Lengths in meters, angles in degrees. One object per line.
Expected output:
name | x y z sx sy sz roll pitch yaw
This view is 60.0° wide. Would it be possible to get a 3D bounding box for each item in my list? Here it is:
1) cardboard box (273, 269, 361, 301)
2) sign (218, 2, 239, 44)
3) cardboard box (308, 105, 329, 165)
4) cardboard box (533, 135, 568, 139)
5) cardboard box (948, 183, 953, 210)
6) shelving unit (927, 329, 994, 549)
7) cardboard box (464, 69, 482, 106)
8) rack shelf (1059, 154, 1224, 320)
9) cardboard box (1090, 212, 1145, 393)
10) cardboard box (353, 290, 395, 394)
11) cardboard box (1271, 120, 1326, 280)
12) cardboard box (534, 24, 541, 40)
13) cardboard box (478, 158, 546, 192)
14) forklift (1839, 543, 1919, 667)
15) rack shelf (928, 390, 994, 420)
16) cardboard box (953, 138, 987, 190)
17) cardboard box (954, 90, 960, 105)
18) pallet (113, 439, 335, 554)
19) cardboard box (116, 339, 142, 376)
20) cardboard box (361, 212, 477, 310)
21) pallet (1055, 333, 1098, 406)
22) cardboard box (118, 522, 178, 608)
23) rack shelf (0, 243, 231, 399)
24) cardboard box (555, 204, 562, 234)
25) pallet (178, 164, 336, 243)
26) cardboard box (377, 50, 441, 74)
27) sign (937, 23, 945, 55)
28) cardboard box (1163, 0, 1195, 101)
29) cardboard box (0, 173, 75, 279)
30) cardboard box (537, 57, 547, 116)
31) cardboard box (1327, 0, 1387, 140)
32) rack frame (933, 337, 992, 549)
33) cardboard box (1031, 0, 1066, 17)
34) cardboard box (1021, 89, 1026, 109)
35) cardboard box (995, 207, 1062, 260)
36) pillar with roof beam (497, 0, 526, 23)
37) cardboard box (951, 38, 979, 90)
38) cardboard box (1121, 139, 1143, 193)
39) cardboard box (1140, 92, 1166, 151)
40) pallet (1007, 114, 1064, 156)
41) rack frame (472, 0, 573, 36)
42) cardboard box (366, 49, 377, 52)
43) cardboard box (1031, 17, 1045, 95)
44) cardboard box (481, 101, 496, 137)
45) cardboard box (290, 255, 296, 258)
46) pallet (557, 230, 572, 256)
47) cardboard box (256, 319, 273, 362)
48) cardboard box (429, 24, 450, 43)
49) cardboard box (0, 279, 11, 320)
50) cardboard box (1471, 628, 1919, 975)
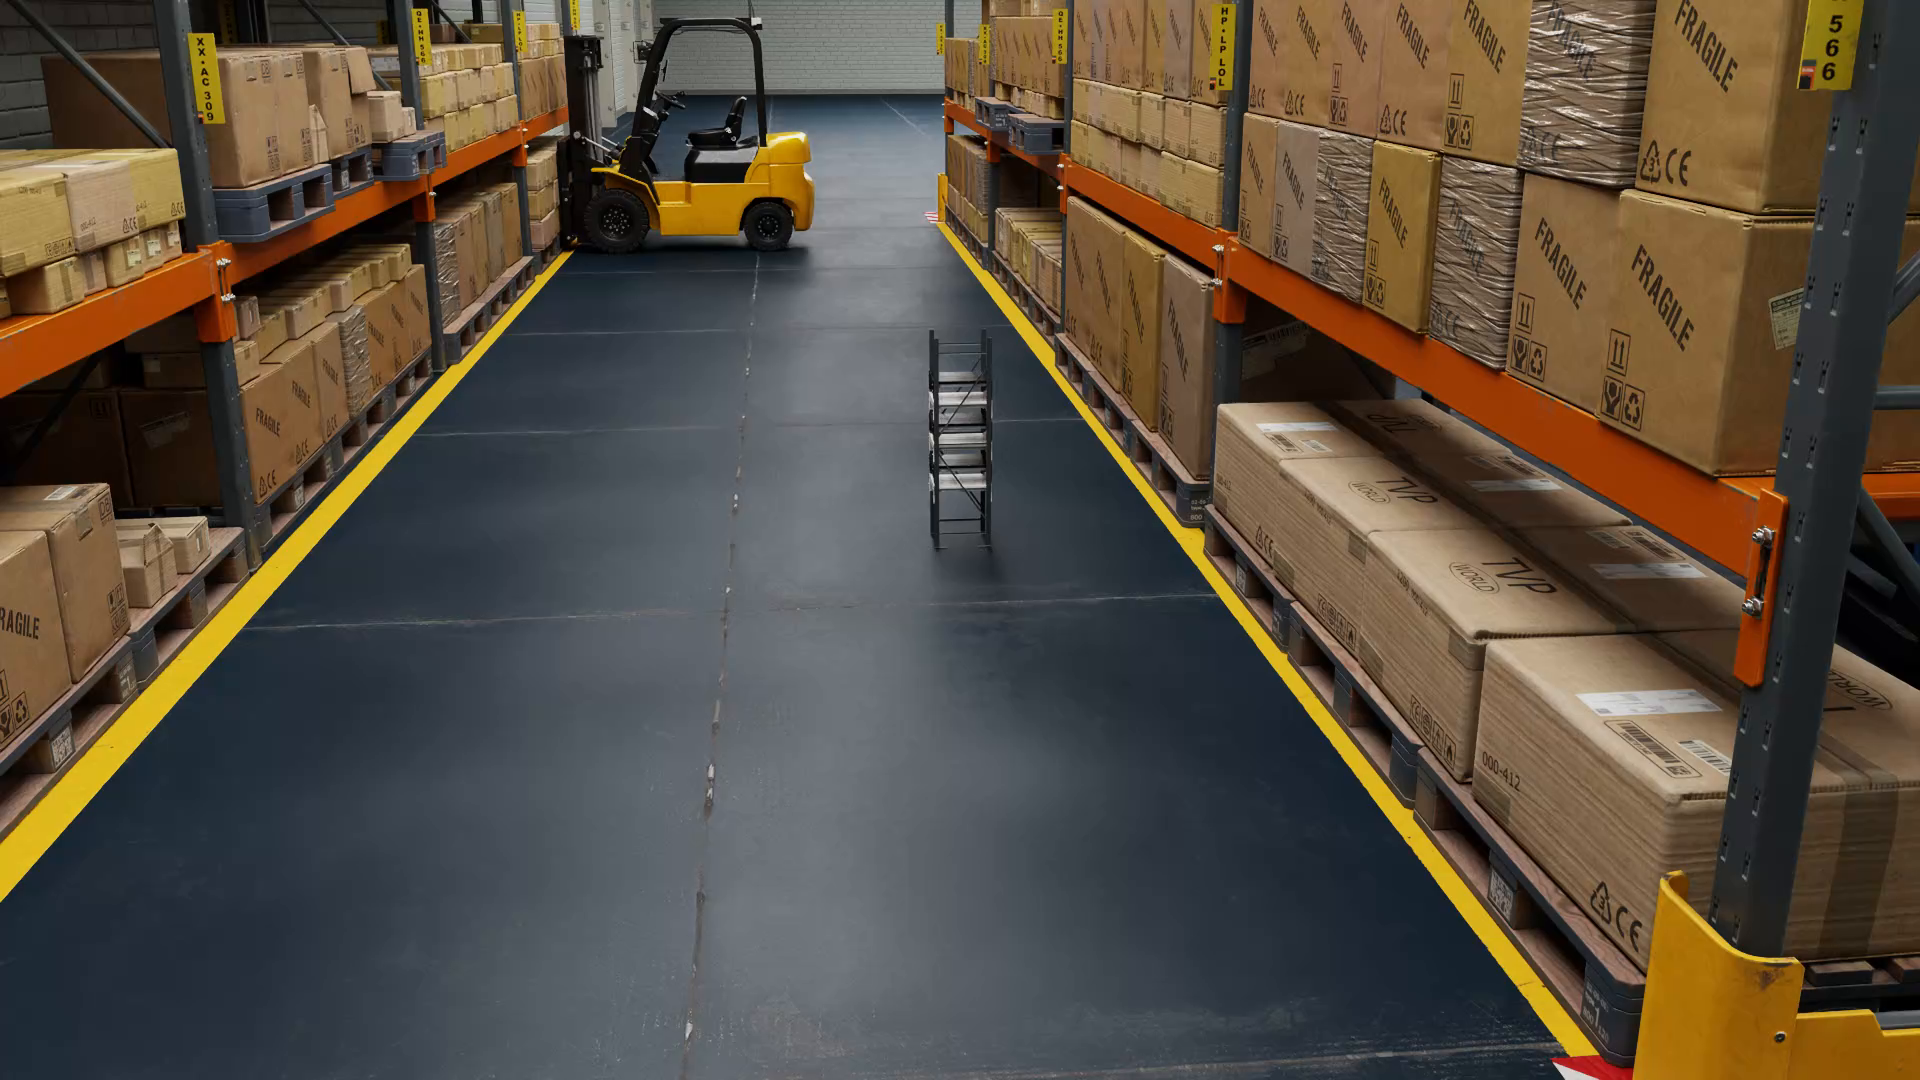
cardboard box | -3.419 -1.348 8.851 0.380 0.149 0.250 -2 18 -6
sign | -4.324 -3.019 9.851 0.100 0.325 0.005 -2 18 -6
cardboard box | -3.122 -1.855 7.600 0.396 0.266 0.258 -1 17 -3
cardboard box | -4.240 -4.106 17.467 0.500 0.250 0.500 -1 17 -4
cardboard box | 0.147 -3.662 17.723 0.500 0.250 0.500 -2 18 -6
shelving unit | 0.001 -0.427 7.035 0.258 0.900 0.210 -2 18 -6
cardboard box | -3.740 -3.248 11.931 0.500 0.250 0.500 -2 17 -5
rack shelf | 1.370 -1.700 8.784 1.077 0.370 4.000 -2 18 -6
cardboard box | 1.241 -1.351 9.319 0.875 0.875 0.875 -2 17 -5
cardboard box | -3.417 -1.067 9.041 0.500 0.500 0.500 -1 17 -3
cardboard box | 1.412 -1.197 5.814 0.500 0.500 0.500 -2 18 -5
cardboard box | -4.187 -4.810 15.743 0.380 0.149 0.250 -2 17 -5
cardboard box | -3.923 -3.195 14.567 0.500 0.250 0.500 -2 18 -6
forklift | 3.784 -1.084 5.737 1.130 2.935 3.031 1 17 4
rack shelf | 0.001 -0.567 6.991 0.258 0.077 0.200 -2 18 -6
cardboard box | 0.208 -3.857 17.092 0.500 0.500 0.500 -2 18 -8
cardboard box | 0.135 -4.561 17.118 0.380 0.149 0.250 -2 17 -5
pallet | -3.482 -0.203 7.472 1.003 0.211 1.213 -2 18 -6
cardboard box | -3.717 -0.789 7.071 0.380 0.149 0.250 -2 18 -6
cardboard box | -3.899 -1.932 11.588 0.875 0.625 0.625 -1 17 -4
pallet | 1.170 -1.071 10.236 1.003 0.211 1.213 -2 18 -6
cardboard box | -2.974 0.075 5.794 0.396 0.266 0.258 -1 17 -4
rack shelf | -3.154 -0.353 4.496 1.077 0.370 4.000 -2 18 -6
cardboard box | -4.042 -3.022 15.685 0.500 0.250 0.500 -1 17 -5
pallet | -3.334 -1.442 7.084 1.003 0.211 1.213 -2 18 -6
cardboard box | -3.593 -3.101 10.796 0.380 0.149 0.250 -1 17 -4
sign | -0.201 -5.418 17.983 0.100 0.325 0.005 -2 18 -6
cardboard box | 1.220 -2.251 7.503 0.500 0.500 0.500 -1 17 -5
cardboard box | -2.960 -0.921 4.856 0.500 0.250 0.500 -2 18 -6
cardboard box | -4.095 -4.170 15.283 0.500 0.500 0.500 -2 18 -6
cardboard box | 1.472 -1.519 5.171 0.500 0.500 0.500 -1 17 -5
rack frame | 0.011 -0.397 6.938 0.240 0.900 0.006 -2 18 -6
cardboard box | 0.715 -3.817 11.880 0.380 0.149 0.250 -3 18 -8
cardboard box | 0.658 -3.269 12.300 0.380 0.149 0.250 -2 18 -7
cardboard box | 0.808 -2.621 14.204 0.950 0.372 0.625 -2 17 -5
pillar with roof beam | -1.759 -9.415 22.144 9.100 9.000 0.400 -2 18 -6
cardboard box | 0.169 -4.908 17.139 0.500 0.500 0.500 -1 17 -4
cardboard box | 1.138 -1.958 8.656 0.500 0.250 0.500 -2 18 -6
cardboard box | 1.171 -2.041 8.085 0.500 0.250 0.500 -1 17 -4
pallet | 0.985 -2.756 11.269 1.213 0.211 1.003 -2 18 -6
rack frame | -4.598 -4.868 17.674 1.000 3.000 0.127 -2 18 -6
cardboard box | -4.156 -3.237 11.230 0.380 0.149 0.250 -2 18 -6
cardboard box | 0.776 -3.309 11.346 0.500 0.500 0.500 -2 18 -7
cardboard box | -3.795 -3.164 12.498 0.500 0.250 0.500 -2 18 -5
cardboard box | -4.028 -1.557 9.516 0.380 0.149 0.250 -1 17 -4
pallet | -4.355 -2.948 16.215 1.003 0.211 1.213 -2 18 -6
cardboard box | -3.276 -0.881 7.365 0.380 0.149 0.250 -3 18 -9
cardboard box | -4.519 -4.261 13.995 0.380 0.149 0.250 -2 18 -6
cardboard box | -3.007 -0.697 4.810 0.380 0.149 0.250 -2 17 -5
cardboard box | 1.822 0.573 3.920 0.875 0.438 0.875 -2 18 -8
